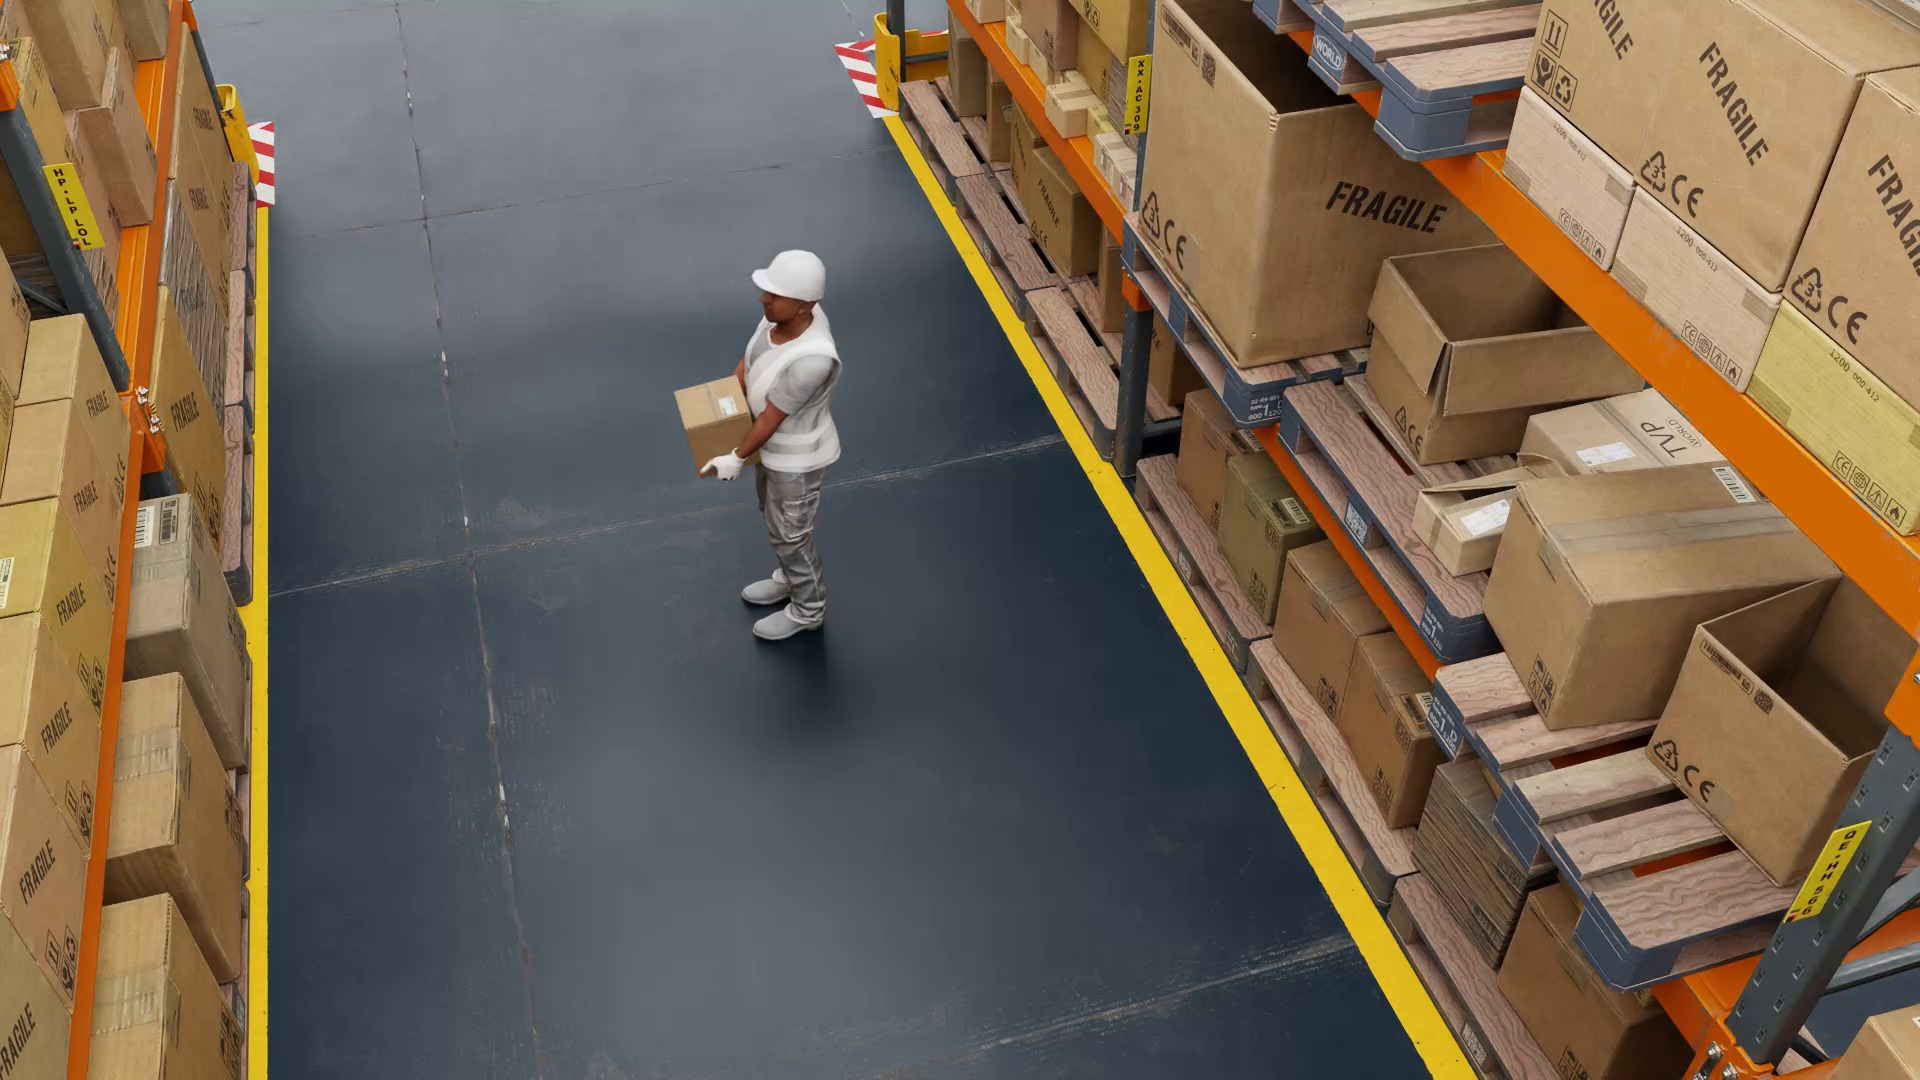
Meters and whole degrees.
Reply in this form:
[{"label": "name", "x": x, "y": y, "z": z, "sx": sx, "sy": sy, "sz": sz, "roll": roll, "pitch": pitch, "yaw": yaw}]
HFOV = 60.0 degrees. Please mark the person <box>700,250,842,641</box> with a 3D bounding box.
[{"label": "person", "x": -0.751, "y": -0.343, "z": 6.532, "sx": 0.575, "sy": 1.778, "sz": 0.487, "roll": -11, "pitch": 43, "yaw": -12}]
